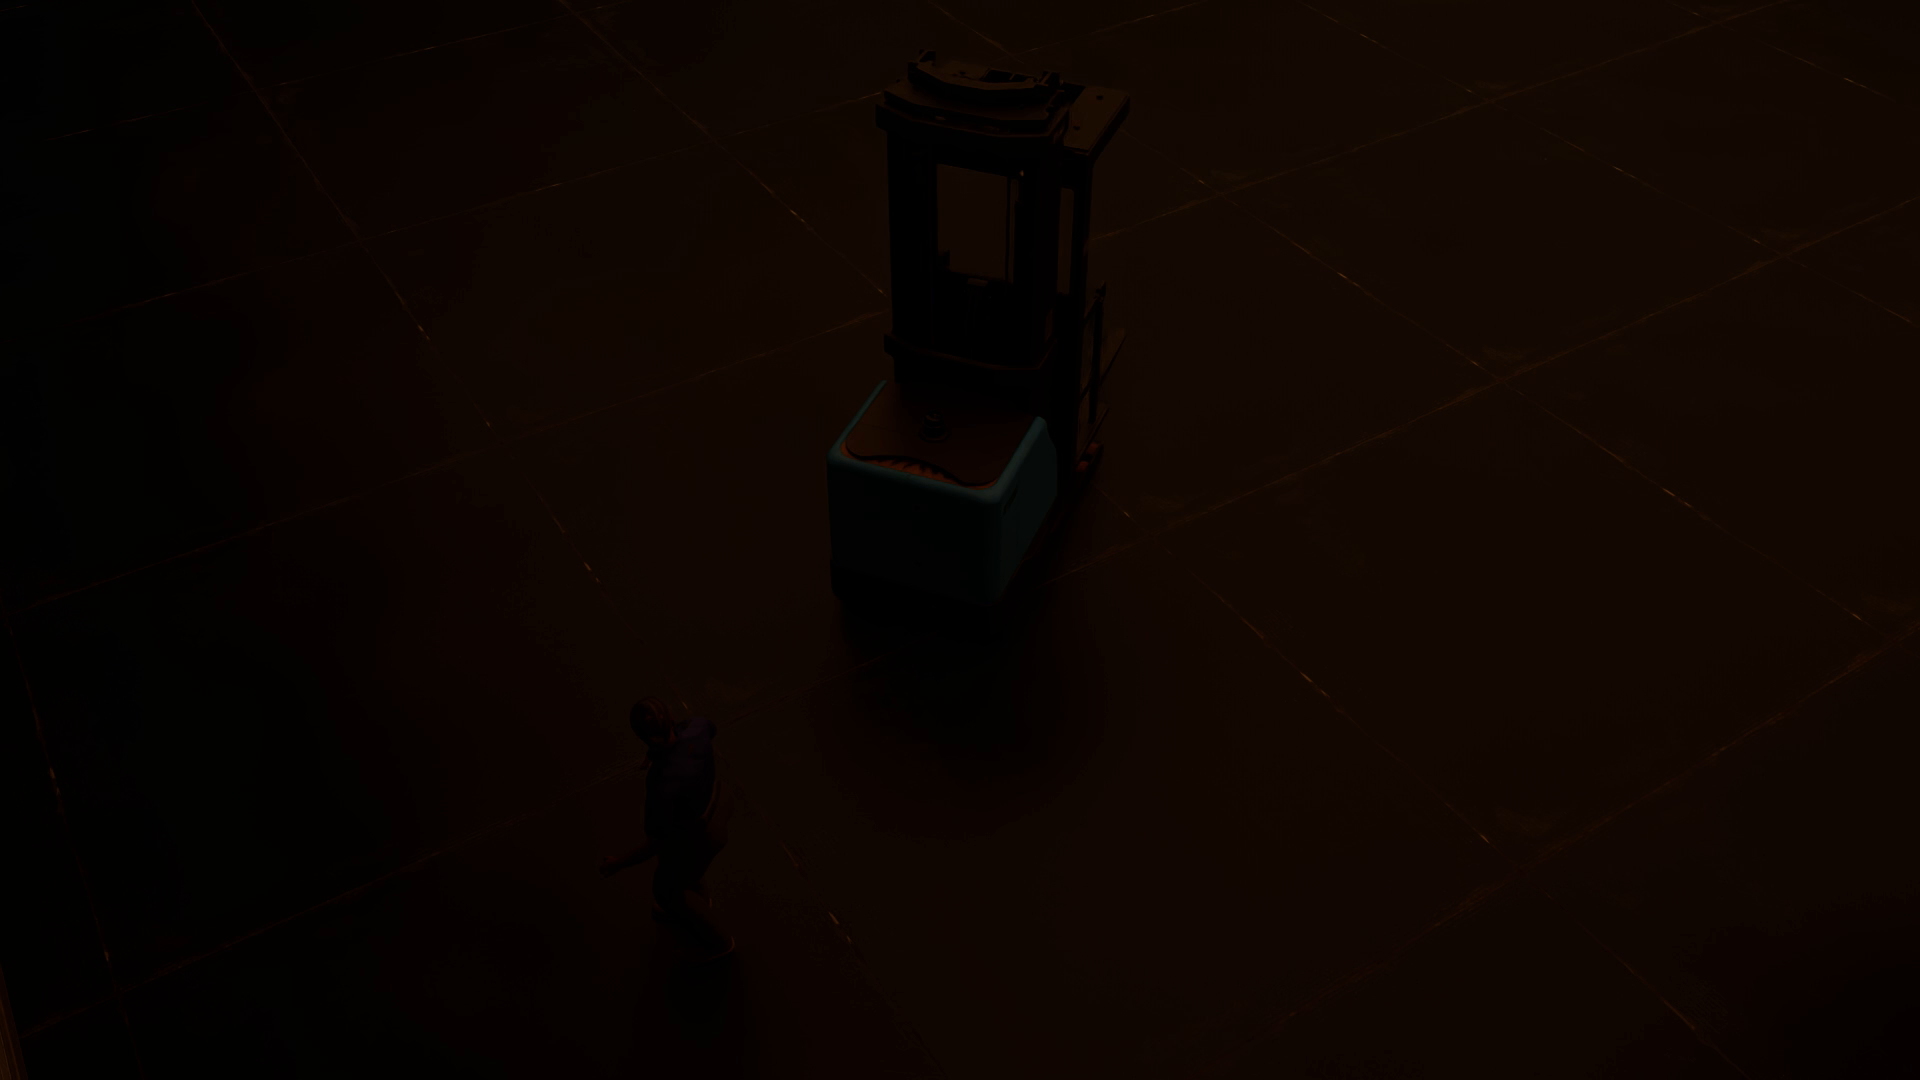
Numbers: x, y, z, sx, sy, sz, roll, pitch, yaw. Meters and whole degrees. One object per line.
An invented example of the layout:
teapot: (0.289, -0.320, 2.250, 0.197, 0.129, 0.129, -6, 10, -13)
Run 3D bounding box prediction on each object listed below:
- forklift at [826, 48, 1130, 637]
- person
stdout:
forklift: (0.272, -1.535, 9.627, 1.130, 2.935, 3.031, 15, 43, 16)
person: (-1.290, 1.280, 7.447, 0.523, 1.608, 0.690, 5, 41, 6)
